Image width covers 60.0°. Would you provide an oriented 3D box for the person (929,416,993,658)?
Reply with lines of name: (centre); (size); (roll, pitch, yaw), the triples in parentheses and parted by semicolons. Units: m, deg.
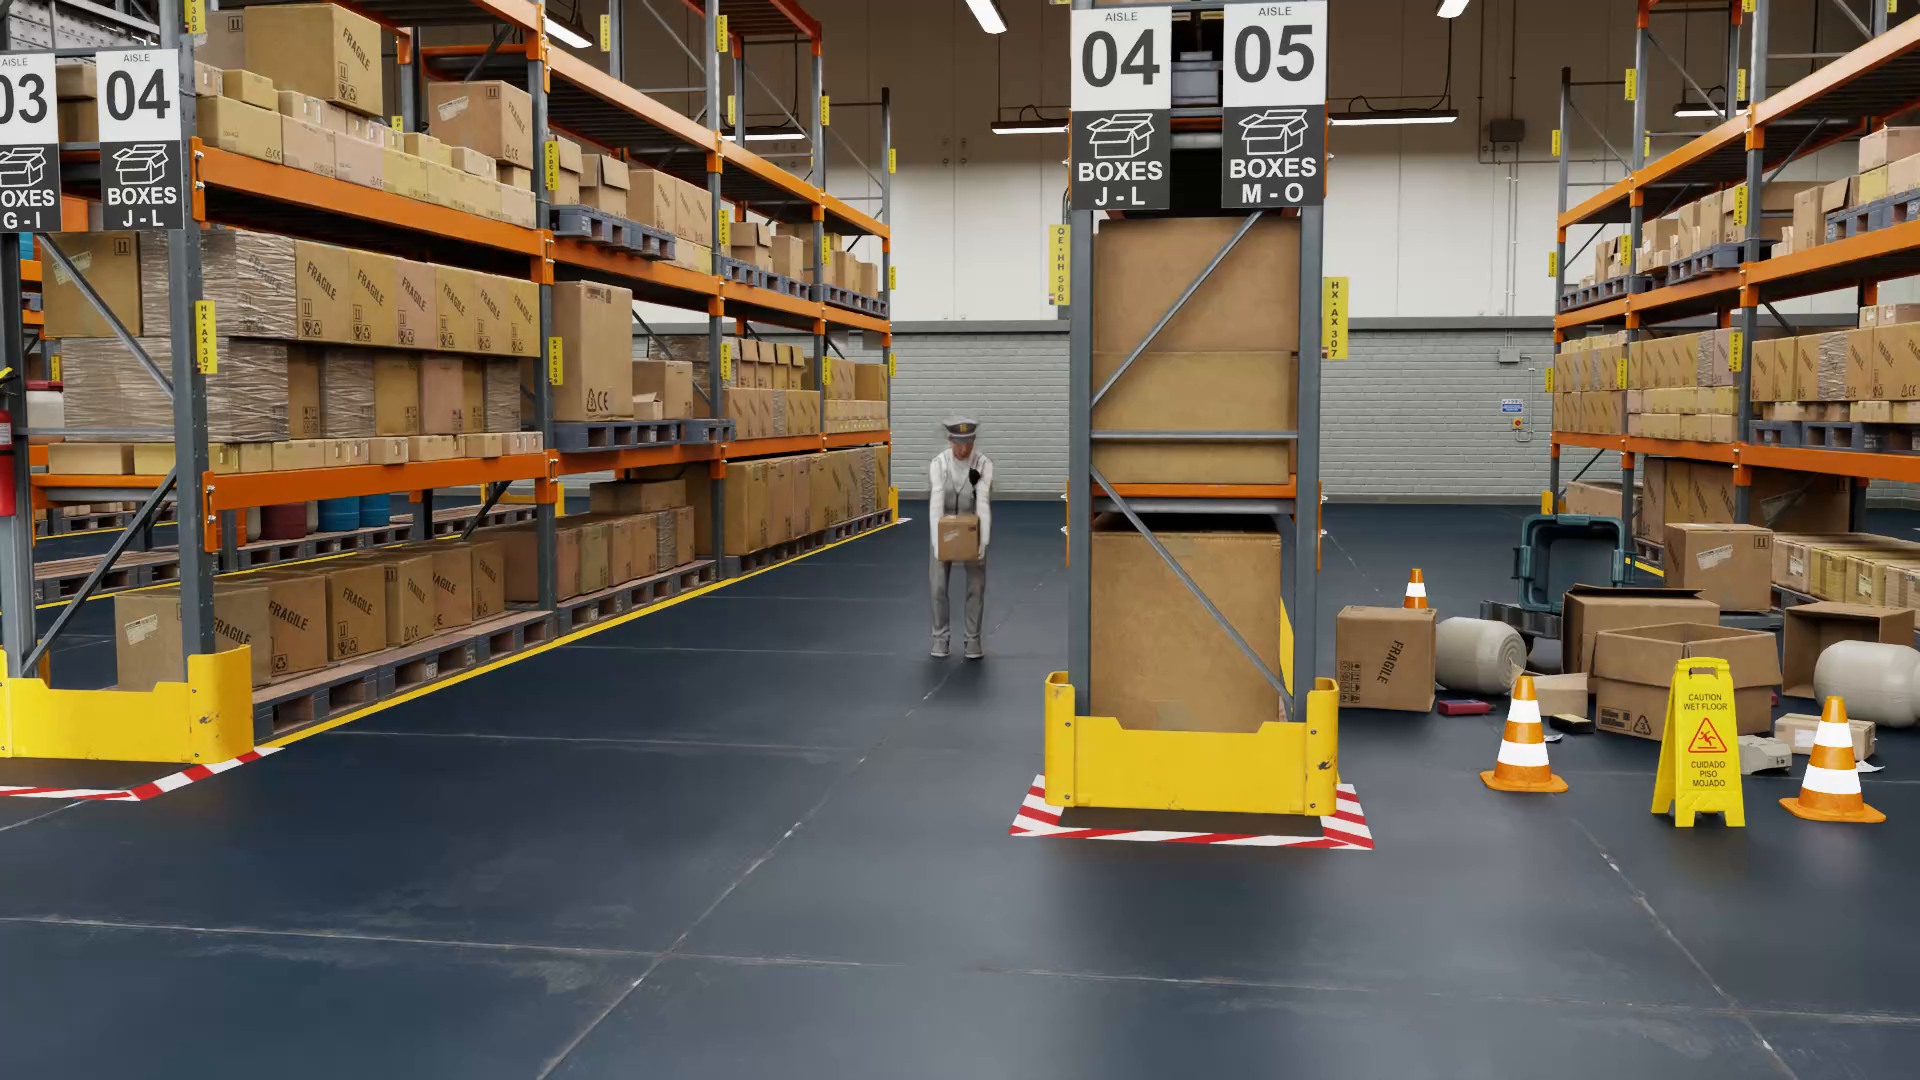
person: (0.006, -0.014, 10.743); (0.414, 1.566, 0.633); (0, 5, 1)
